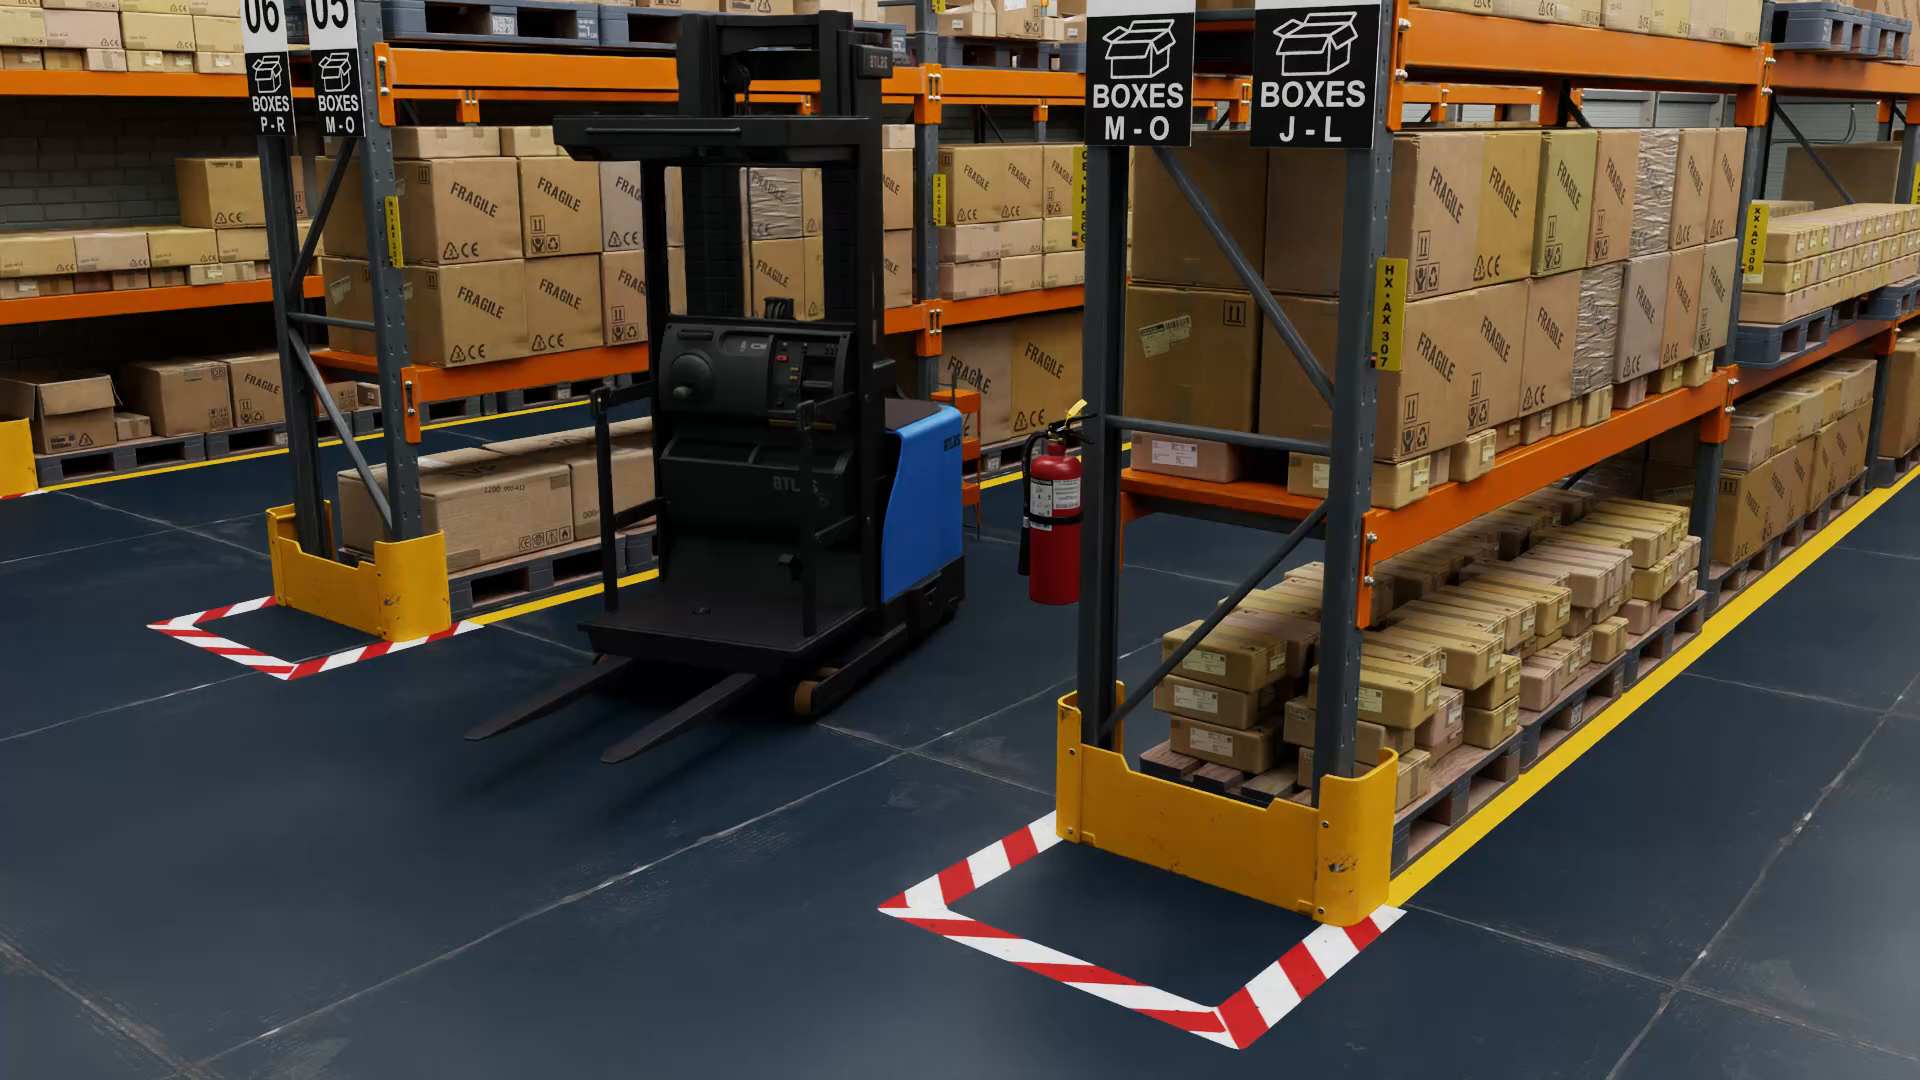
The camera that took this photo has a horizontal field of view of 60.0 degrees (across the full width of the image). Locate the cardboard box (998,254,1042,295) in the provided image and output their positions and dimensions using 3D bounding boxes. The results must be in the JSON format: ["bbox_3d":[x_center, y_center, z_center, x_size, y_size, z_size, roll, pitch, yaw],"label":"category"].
[{"bbox_3d":[0.239,-1.909,11.848,0.500,0.250,0.500,11,18,36],"label":"cardboard box"}]

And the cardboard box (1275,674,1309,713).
[{"bbox_3d":[1.148,0.521,6.312,0.380,0.149,0.250,11,18,36],"label":"cardboard box"}]

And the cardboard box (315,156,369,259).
[{"bbox_3d":[-2.963,-1.735,8.626,0.500,0.500,0.500,12,19,39],"label":"cardboard box"}]

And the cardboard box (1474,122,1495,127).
[{"bbox_3d":[5.244,-4.193,17.698,0.700,0.500,0.500,11,18,38],"label":"cardboard box"}]

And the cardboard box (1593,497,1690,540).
[{"bbox_3d":[3.325,-0.094,8.128,0.380,0.149,0.250,12,18,39],"label":"cardboard box"}]

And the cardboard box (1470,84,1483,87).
[{"bbox_3d":[5.314,-4.872,17.628,0.380,0.149,0.250,12,19,39],"label":"cardboard box"}]

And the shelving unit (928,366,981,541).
[{"bbox_3d":[-0.034,-0.499,9.953,0.215,1.050,0.252,11,18,38],"label":"shelving unit"}]

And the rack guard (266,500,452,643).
[{"bbox_3d":[-3.096,0.144,8.542,1.175,0.500,0.348,11,18,38],"label":"rack guard"}]

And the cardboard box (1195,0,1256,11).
[{"bbox_3d":[0.912,-1.835,5.466,0.500,0.250,0.500,11,18,36],"label":"cardboard box"}]

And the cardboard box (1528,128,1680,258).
[{"bbox_3d":[2.608,-1.442,6.867,0.500,0.500,0.500,12,18,39],"label":"cardboard box"}]

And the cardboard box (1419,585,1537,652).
[{"bbox_3d":[2.037,0.304,6.561,0.380,0.149,0.250,12,19,40],"label":"cardboard box"}]

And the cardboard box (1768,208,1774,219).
[{"bbox_3d":[4.759,-1.969,10.229,0.380,0.149,0.250,12,19,40],"label":"cardboard box"}]

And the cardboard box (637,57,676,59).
[{"bbox_3d":[-2.680,-4.425,15.662,0.500,0.250,0.500,11,18,38],"label":"cardboard box"}]

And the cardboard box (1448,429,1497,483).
[{"bbox_3d":[1.629,-0.314,5.776,0.380,0.149,0.250,11,18,36],"label":"cardboard box"}]

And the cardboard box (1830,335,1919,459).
[{"bbox_3d":[6.313,-1.074,11.974,1.050,0.750,0.750,11,18,37],"label":"cardboard box"}]

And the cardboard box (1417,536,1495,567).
[{"bbox_3d":[2.152,0.086,7.421,0.380,0.149,0.250,10,18,35],"label":"cardboard box"}]

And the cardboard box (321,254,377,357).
[{"bbox_3d":[-2.984,-1.254,8.765,0.500,0.500,0.500,11,18,38],"label":"cardboard box"}]

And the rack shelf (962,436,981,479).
[{"bbox_3d":[-0.034,-0.488,9.956,0.215,0.259,0.240,11,18,38],"label":"rack shelf"}]

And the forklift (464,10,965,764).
[{"bbox_3d":[-0.997,-0.772,7.208,1.130,2.935,3.031,6,15,21],"label":"forklift"}]

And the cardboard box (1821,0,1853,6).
[{"bbox_3d":[4.419,-3.075,8.979,0.797,0.503,0.637,11,18,37],"label":"cardboard box"}]

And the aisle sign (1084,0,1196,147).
[{"bbox_3d":[0.553,-1.618,5.121,0.394,0.787,0.004,11,18,38],"label":"aisle sign"}]

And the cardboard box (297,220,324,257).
[{"bbox_3d":[-5.188,-2.350,12.984,0.500,0.250,0.500,11,18,37],"label":"cardboard box"}]

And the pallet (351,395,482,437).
[{"bbox_3d":[-4.863,-1.123,14.115,1.003,0.211,1.213,11,18,38],"label":"pallet"}]

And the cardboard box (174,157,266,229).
[{"bbox_3d":[-5.507,-2.607,12.472,0.500,0.500,0.500,12,18,39],"label":"cardboard box"}]

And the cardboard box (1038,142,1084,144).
[{"bbox_3d":[0.805,-2.888,13.165,0.500,0.500,0.500,12,18,39],"label":"cardboard box"}]

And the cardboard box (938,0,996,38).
[{"bbox_3d":[0.019,-3.472,11.027,0.396,0.266,0.258,11,18,37],"label":"cardboard box"}]

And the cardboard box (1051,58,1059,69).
[{"bbox_3d":[1.116,-5.761,20.071,0.380,0.149,0.250,12,18,39],"label":"cardboard box"}]

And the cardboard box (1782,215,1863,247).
[{"bbox_3d":[4.764,-1.714,9.227,0.380,0.149,0.250,12,19,40],"label":"cardboard box"}]

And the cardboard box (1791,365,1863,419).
[{"bbox_3d":[5.326,-0.943,10.445,0.500,0.250,0.500,12,18,38],"label":"cardboard box"}]

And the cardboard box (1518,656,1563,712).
[{"bbox_3d":[2.219,0.560,6.762,0.380,0.149,0.250,10,17,35],"label":"cardboard box"}]

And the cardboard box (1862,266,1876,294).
[{"bbox_3d":[5.098,-1.529,9.708,0.380,0.149,0.250,12,19,39],"label":"cardboard box"}]

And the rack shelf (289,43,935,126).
[{"bbox_3d":[-1.824,-2.561,9.479,1.077,0.370,4.000,11,18,38],"label":"rack shelf"}]

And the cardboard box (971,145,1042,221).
[{"bbox_3d":[0.231,-2.513,11.689,0.500,0.500,0.500,11,18,37],"label":"cardboard box"}]

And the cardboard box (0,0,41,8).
[{"bbox_3d":[-6.470,-3.654,11.006,0.500,0.250,0.500,11,18,37],"label":"cardboard box"}]

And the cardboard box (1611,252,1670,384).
[{"bbox_3d":[2.621,-0.954,6.978,0.500,0.500,0.500,11,18,37],"label":"cardboard box"}]

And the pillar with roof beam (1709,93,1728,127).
[{"bbox_3d":[24.177,-12.897,42.614,9.100,9.000,0.400,11,18,38],"label":"pillar with roof beam"}]

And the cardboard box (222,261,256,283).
[{"bbox_3d":[-5.526,-2.031,12.537,0.380,0.149,0.250,12,18,39],"label":"cardboard box"}]

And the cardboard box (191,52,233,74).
[{"bbox_3d":[-5.524,-3.476,12.130,0.380,0.149,0.250,11,18,38],"label":"cardboard box"}]

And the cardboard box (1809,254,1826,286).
[{"bbox_3d":[4.275,-1.421,8.680,0.380,0.149,0.250,12,18,39],"label":"cardboard box"}]

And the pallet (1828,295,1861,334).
[{"bbox_3d":[4.648,-1.379,9.851,1.003,0.211,1.213,11,18,38],"label":"pallet"}]

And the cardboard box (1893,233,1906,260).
[{"bbox_3d":[5.574,-1.817,10.235,0.380,0.149,0.250,12,18,39],"label":"cardboard box"}]

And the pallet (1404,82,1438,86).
[{"bbox_3d":[3.990,-4.632,16.552,1.213,0.211,1.003,11,18,38],"label":"pallet"}]

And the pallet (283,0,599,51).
[{"bbox_3d":[-2.623,-2.627,8.460,1.003,0.211,1.213,11,18,38],"label":"pallet"}]

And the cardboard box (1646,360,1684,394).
[{"bbox_3d":[3.057,-0.771,7.576,0.380,0.149,0.250,12,19,40],"label":"cardboard box"}]

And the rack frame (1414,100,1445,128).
[{"bbox_3d":[4.461,-3.371,17.299,1.000,3.000,0.127,11,18,38],"label":"rack frame"}]

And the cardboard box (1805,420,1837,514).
[{"bbox_3d":[5.001,-0.481,10.147,0.500,0.500,0.500,10,18,35],"label":"cardboard box"}]

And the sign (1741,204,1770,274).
[{"bbox_3d":[3.773,-1.429,7.897,0.100,0.325,0.005,11,18,38],"label":"sign"}]

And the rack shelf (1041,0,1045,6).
[{"bbox_3d":[-0.659,-6.120,18.211,1.077,0.370,4.000,11,18,38],"label":"rack shelf"}]

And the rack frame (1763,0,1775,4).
[{"bbox_3d":[3.346,-3.999,7.590,1.000,3.000,0.127,11,18,38],"label":"rack frame"}]

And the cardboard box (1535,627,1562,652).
[{"bbox_3d":[2.317,0.337,7.038,0.380,0.149,0.250,12,19,40],"label":"cardboard box"}]

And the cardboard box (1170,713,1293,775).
[{"bbox_3d":[1.001,0.719,6.136,0.380,0.149,0.250,12,18,38],"label":"cardboard box"}]
